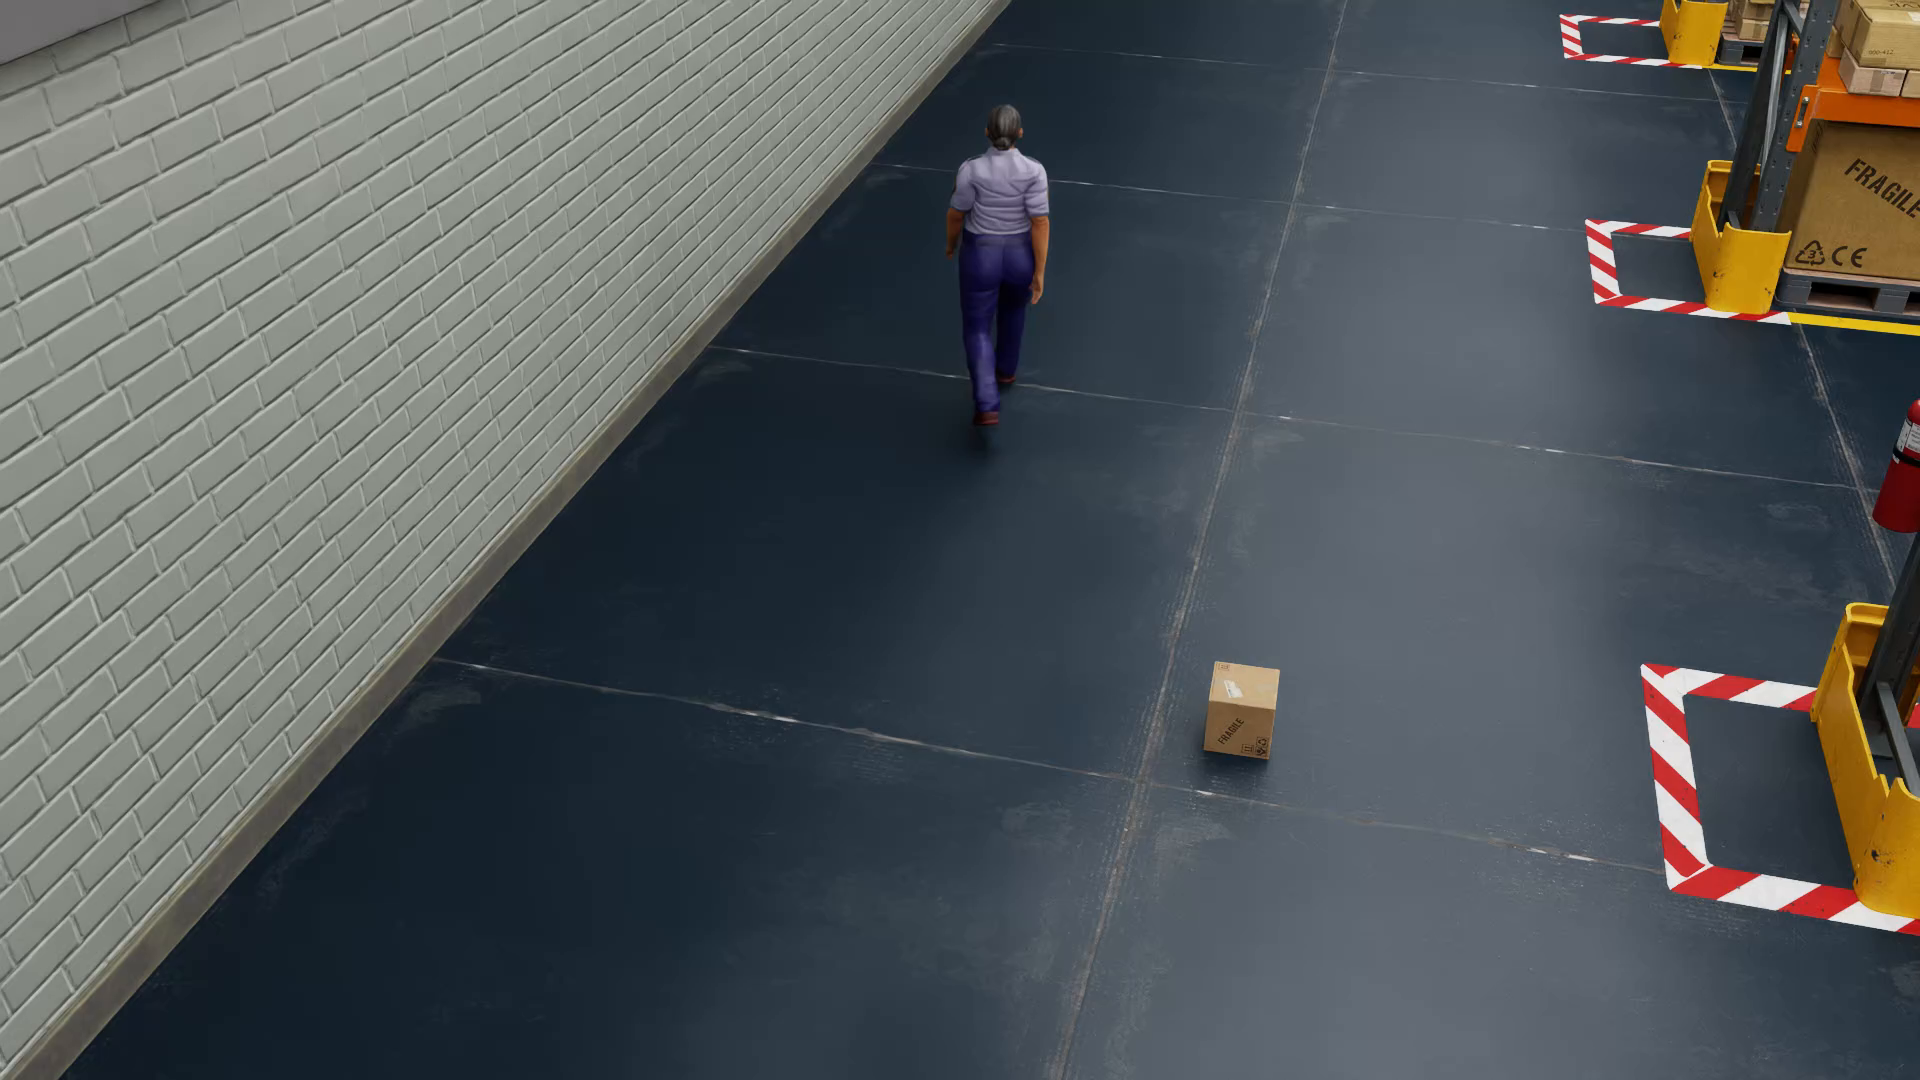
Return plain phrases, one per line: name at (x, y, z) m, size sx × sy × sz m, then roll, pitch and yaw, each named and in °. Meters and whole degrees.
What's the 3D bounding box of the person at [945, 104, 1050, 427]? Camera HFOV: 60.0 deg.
person at (0.180, -1.393, 8.285) m, size 0.484 × 1.597 × 0.975 m, roll -5°, pitch 33°, yaw -7°
